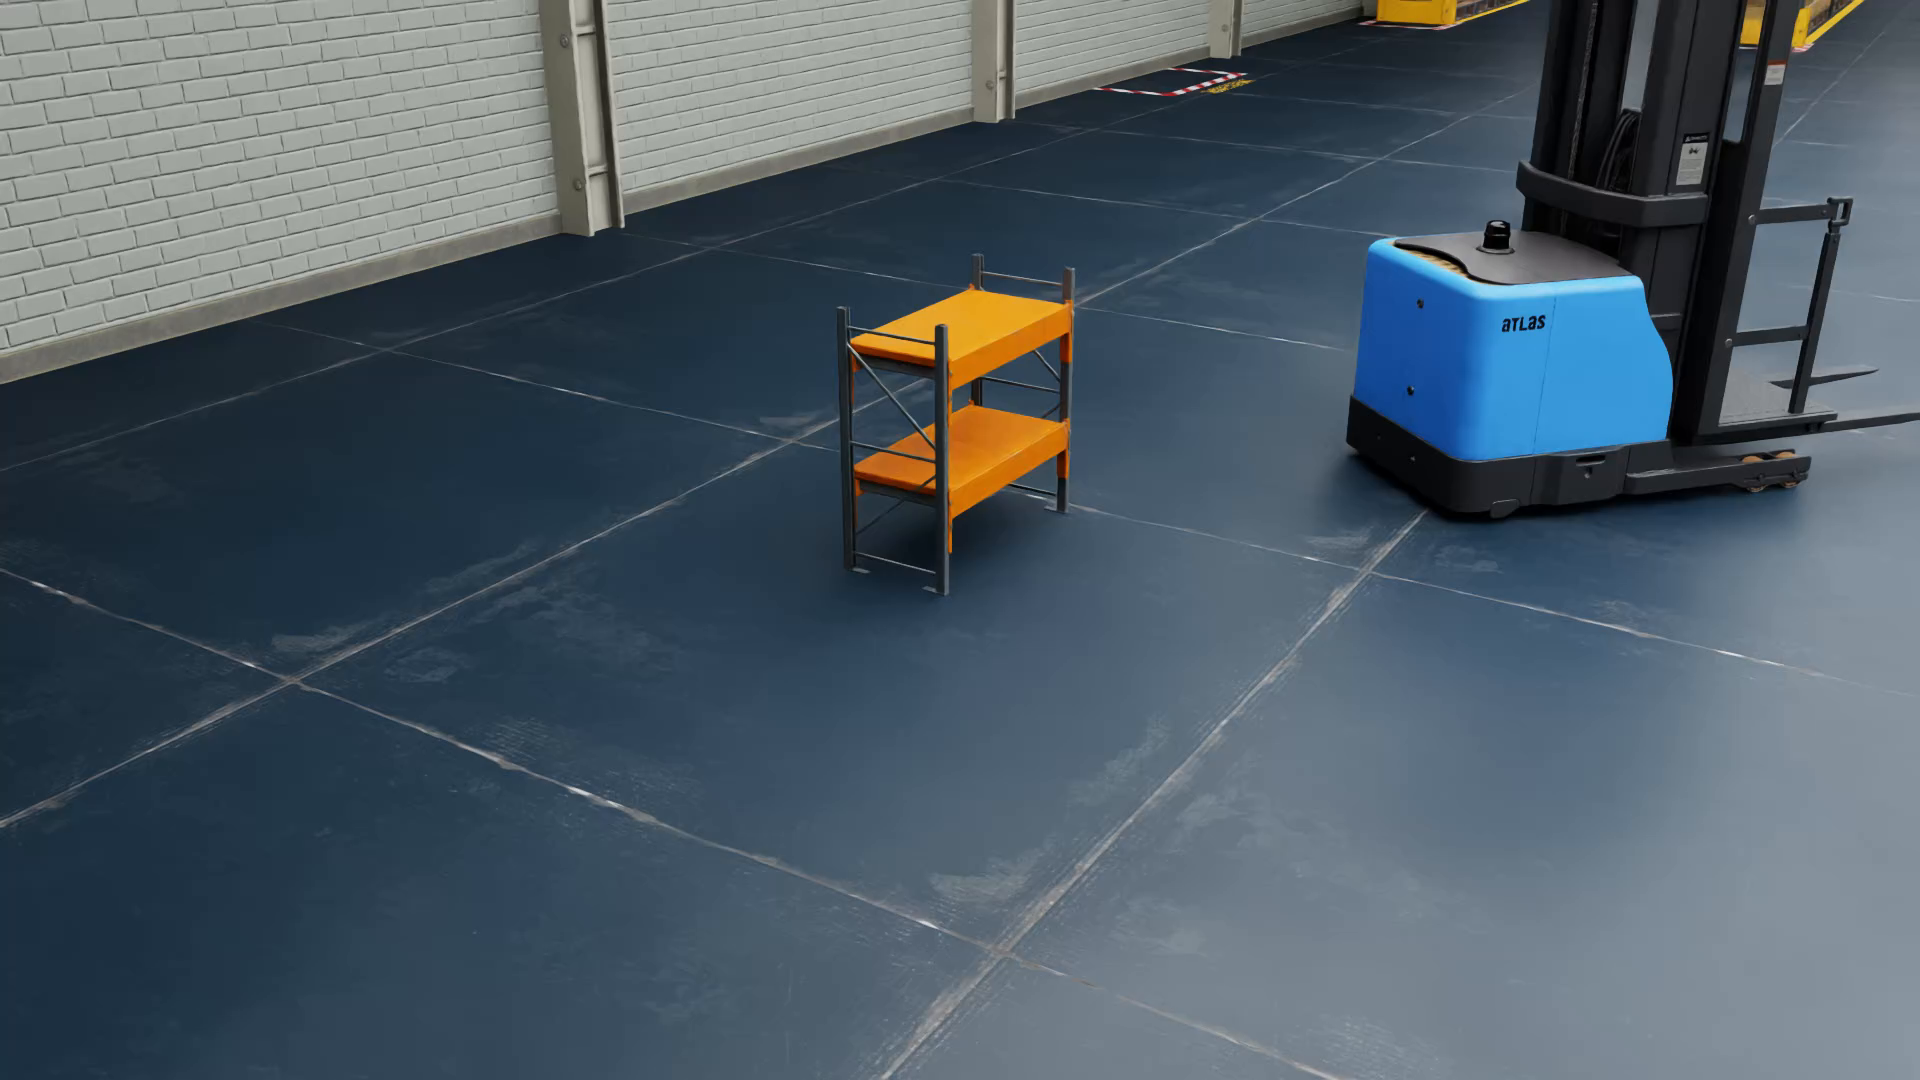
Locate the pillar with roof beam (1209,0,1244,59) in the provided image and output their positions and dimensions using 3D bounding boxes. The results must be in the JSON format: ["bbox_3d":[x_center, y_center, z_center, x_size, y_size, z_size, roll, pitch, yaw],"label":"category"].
[{"bbox_3d":[7.170,-9.664,18.246,9.100,9.000,0.400,14,27,29],"label":"pillar with roof beam"}]

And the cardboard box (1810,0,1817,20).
[{"bbox_3d":[12.251,-7.787,24.395,0.500,0.250,0.500,14,27,29],"label":"cardboard box"}]

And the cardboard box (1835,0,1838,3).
[{"bbox_3d":[13.787,-8.749,26.616,0.500,0.250,0.500,13,27,28],"label":"cardboard box"}]

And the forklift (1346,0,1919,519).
[{"bbox_3d":[3.476,-1.762,7.630,3.031,2.935,1.130,-7,24,-15],"label":"forklift"}]

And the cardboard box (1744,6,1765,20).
[{"bbox_3d":[11.286,-7.557,23.864,0.500,0.250,0.500,14,27,29],"label":"cardboard box"}]

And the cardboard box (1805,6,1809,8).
[{"bbox_3d":[11.726,-7.449,23.614,0.500,0.250,0.500,14,27,29],"label":"cardboard box"}]

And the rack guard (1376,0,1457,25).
[{"bbox_3d":[7.084,-8.299,25.791,1.175,0.500,0.348,14,27,29],"label":"rack guard"}]

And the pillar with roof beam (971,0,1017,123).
[{"bbox_3d":[4.005,-7.639,13.568,9.100,9.000,0.400,14,27,29],"label":"pillar with roof beam"}]

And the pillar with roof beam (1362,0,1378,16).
[{"bbox_3d":[10.335,-11.689,22.924,9.100,9.000,0.400,14,27,29],"label":"pillar with roof beam"}]

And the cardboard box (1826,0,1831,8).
[{"bbox_3d":[13.305,-8.462,25.954,0.500,0.250,0.500,14,27,29],"label":"cardboard box"}]

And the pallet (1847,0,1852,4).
[{"bbox_3d":[15.007,-9.534,29.009,1.003,0.211,1.213,14,27,29],"label":"pallet"}]

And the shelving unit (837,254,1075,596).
[{"bbox_3d":[0.004,-0.518,7.032,0.538,1.125,1.048,14,27,29],"label":"shelving unit"}]

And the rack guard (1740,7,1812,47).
[{"bbox_3d":[11.241,-7.228,23.318,1.175,0.500,0.348,14,27,29],"label":"rack guard"}]

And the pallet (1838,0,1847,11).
[{"bbox_3d":[14.362,-9.124,28.061,1.003,0.211,1.213,14,27,29],"label":"pallet"}]

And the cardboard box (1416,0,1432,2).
[{"bbox_3d":[7.485,-8.603,26.178,0.500,0.311,0.500,11,26,23],"label":"cardboard box"}]

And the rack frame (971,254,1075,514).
[{"bbox_3d":[0.272,-0.690,7.428,0.500,1.125,0.032,14,27,29],"label":"rack frame"}]

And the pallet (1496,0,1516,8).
[{"bbox_3d":[8.829,-9.257,28.367,1.003,0.211,1.213,14,27,29],"label":"pallet"}]

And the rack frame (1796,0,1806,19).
[{"bbox_3d":[11.254,-8.384,22.840,1.000,3.000,0.127,14,27,29],"label":"rack frame"}]

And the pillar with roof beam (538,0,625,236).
[{"bbox_3d":[0.840,-5.614,8.891,9.100,9.000,0.400,14,27,29],"label":"pillar with roof beam"}]

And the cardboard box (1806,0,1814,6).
[{"bbox_3d":[11.988,-7.962,23.855,0.500,0.500,0.500,14,27,29],"label":"cardboard box"}]

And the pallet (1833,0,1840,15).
[{"bbox_3d":[13.719,-8.711,27.106,1.003,0.211,1.213,14,27,29],"label":"pallet"}]

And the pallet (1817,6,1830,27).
[{"bbox_3d":[12.909,-8.194,25.913,1.003,0.211,1.213,14,27,29],"label":"pallet"}]

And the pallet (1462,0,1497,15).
[{"bbox_3d":[8.187,-8.843,27.412,1.003,0.211,1.213,14,27,29],"label":"pallet"}]

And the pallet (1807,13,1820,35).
[{"bbox_3d":[12.266,-7.781,24.958,1.003,0.211,1.213,14,27,29],"label":"pallet"}]

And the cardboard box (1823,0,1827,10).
[{"bbox_3d":[13.033,-8.296,25.569,0.500,0.250,0.500,14,27,29],"label":"cardboard box"}]

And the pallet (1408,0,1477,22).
[{"bbox_3d":[7.542,-8.433,26.465,1.003,0.211,1.213,14,27,29],"label":"pallet"}]

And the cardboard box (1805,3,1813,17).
[{"bbox_3d":[11.986,-7.618,24.005,0.500,0.250,0.500,14,27,29],"label":"cardboard box"}]

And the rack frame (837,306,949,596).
[{"bbox_3d":[-0.265,-0.347,6.635,0.500,1.125,0.032,14,27,29],"label":"rack frame"}]

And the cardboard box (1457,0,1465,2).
[{"bbox_3d":[7.786,-8.796,26.623,0.500,0.311,0.500,16,28,33],"label":"cardboard box"}]

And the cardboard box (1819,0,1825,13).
[{"bbox_3d":[12.782,-8.124,25.172,0.500,0.250,0.500,14,27,29],"label":"cardboard box"}]

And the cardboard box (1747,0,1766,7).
[{"bbox_3d":[11.284,-7.902,23.716,0.500,0.500,0.500,14,27,29],"label":"cardboard box"}]

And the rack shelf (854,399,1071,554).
[{"bbox_3d":[0.004,-0.294,7.129,0.538,0.278,1.000,14,27,29],"label":"rack shelf"}]

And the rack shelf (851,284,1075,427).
[{"bbox_3d":[0.004,-0.787,6.916,0.538,0.278,1.000,14,27,29],"label":"rack shelf"}]

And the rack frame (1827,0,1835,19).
[{"bbox_3d":[13.364,-9.734,25.959,1.000,3.000,0.127,14,27,29],"label":"rack frame"}]

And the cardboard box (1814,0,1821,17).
[{"bbox_3d":[12.518,-7.955,24.782,0.500,0.250,0.500,14,27,29],"label":"cardboard box"}]
